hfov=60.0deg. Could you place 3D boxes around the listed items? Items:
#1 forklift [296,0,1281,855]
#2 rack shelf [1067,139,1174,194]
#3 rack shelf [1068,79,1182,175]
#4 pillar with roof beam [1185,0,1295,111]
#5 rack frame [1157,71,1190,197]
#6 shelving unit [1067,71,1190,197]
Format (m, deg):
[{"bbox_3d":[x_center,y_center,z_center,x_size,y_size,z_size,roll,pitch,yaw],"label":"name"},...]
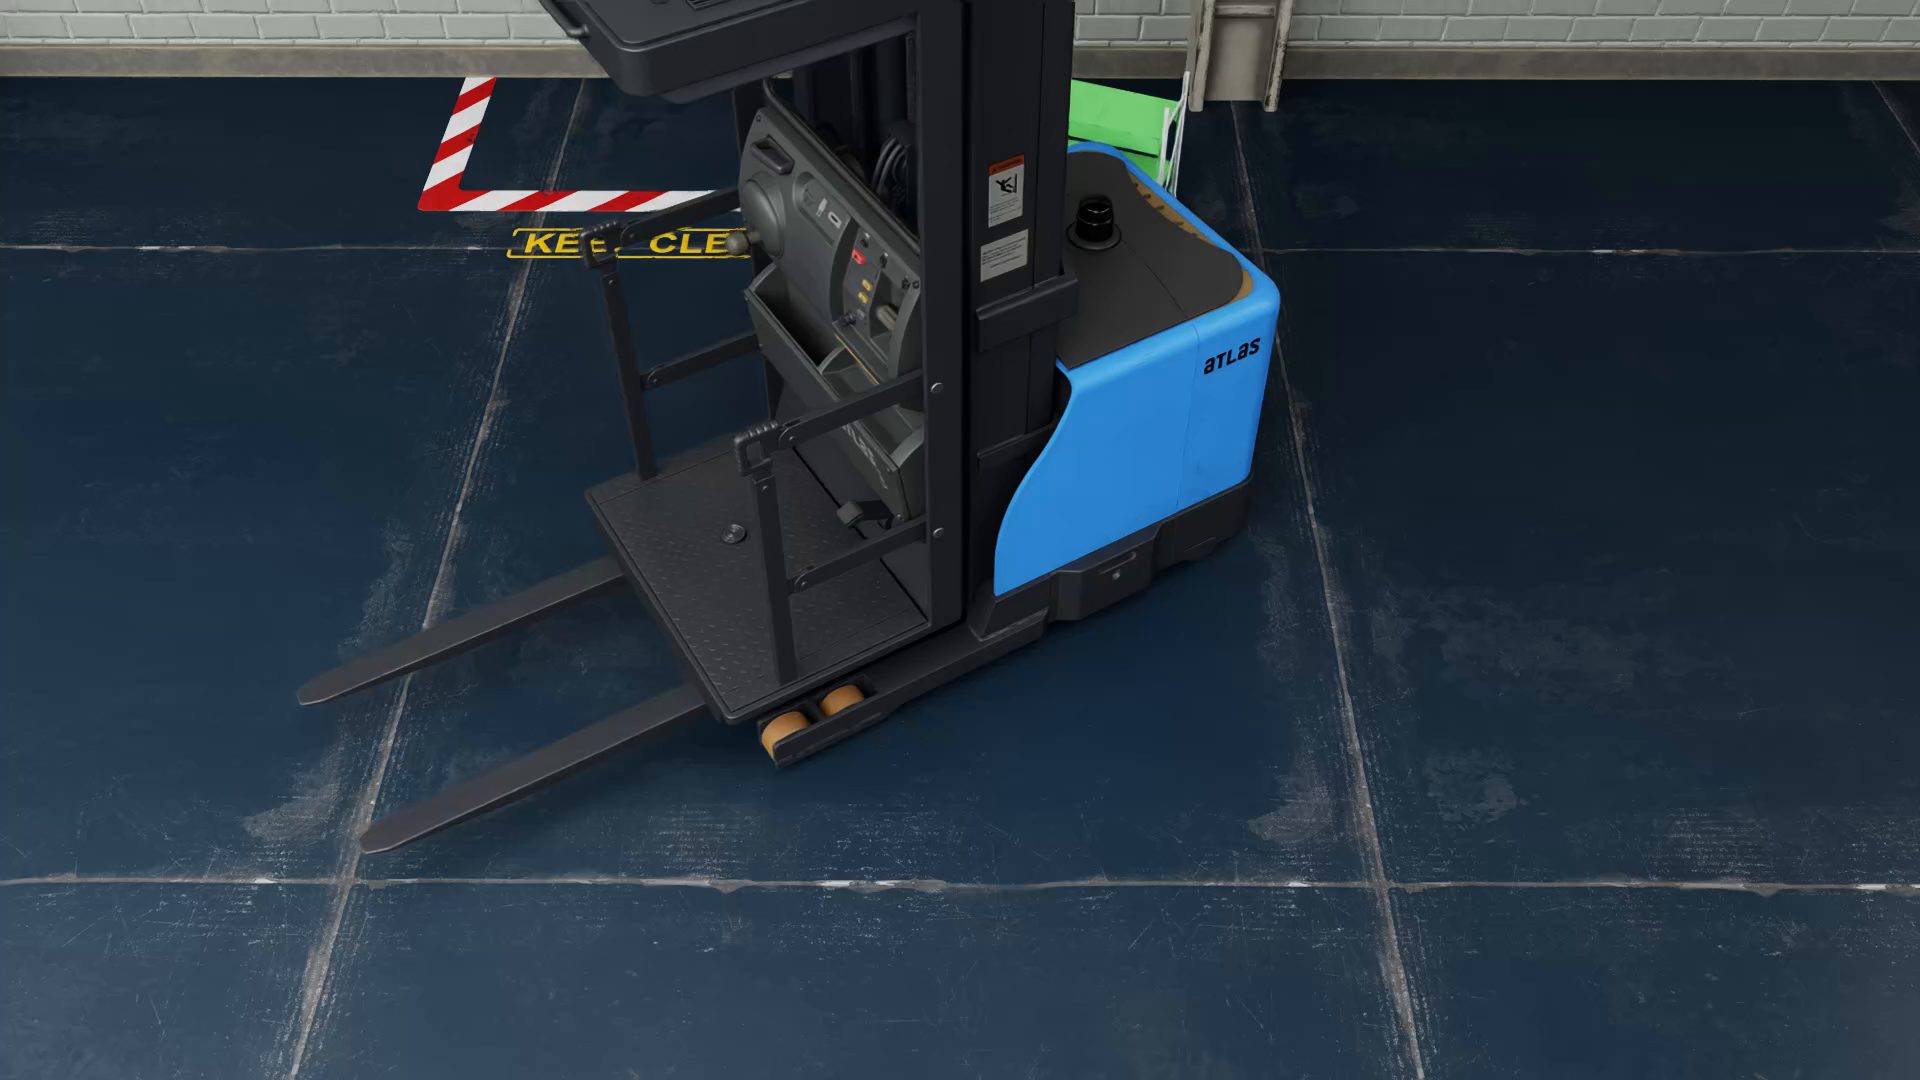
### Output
[{"bbox_3d":[-0.541,-0.757,4.452,3.031,2.935,1.130,-24,52,-21],"label":"forklift"},{"bbox_3d":[0.492,-1.264,5.865,0.480,0.148,0.258,16,49,15],"label":"rack shelf"},{"bbox_3d":[0.492,-1.428,5.690,0.480,0.148,0.258,16,49,15],"label":"rack shelf"},{"bbox_3d":[1.229,-1.979,1.444,0.400,9.000,9.100,0,47,0],"label":"pillar with roof beam"},{"bbox_3d":[0.718,-1.078,5.933,0.015,1.200,0.240,16,49,15],"label":"rack frame"},{"bbox_3d":[0.491,-1.143,5.994,0.503,1.200,0.258,16,49,15],"label":"shelving unit"}]
